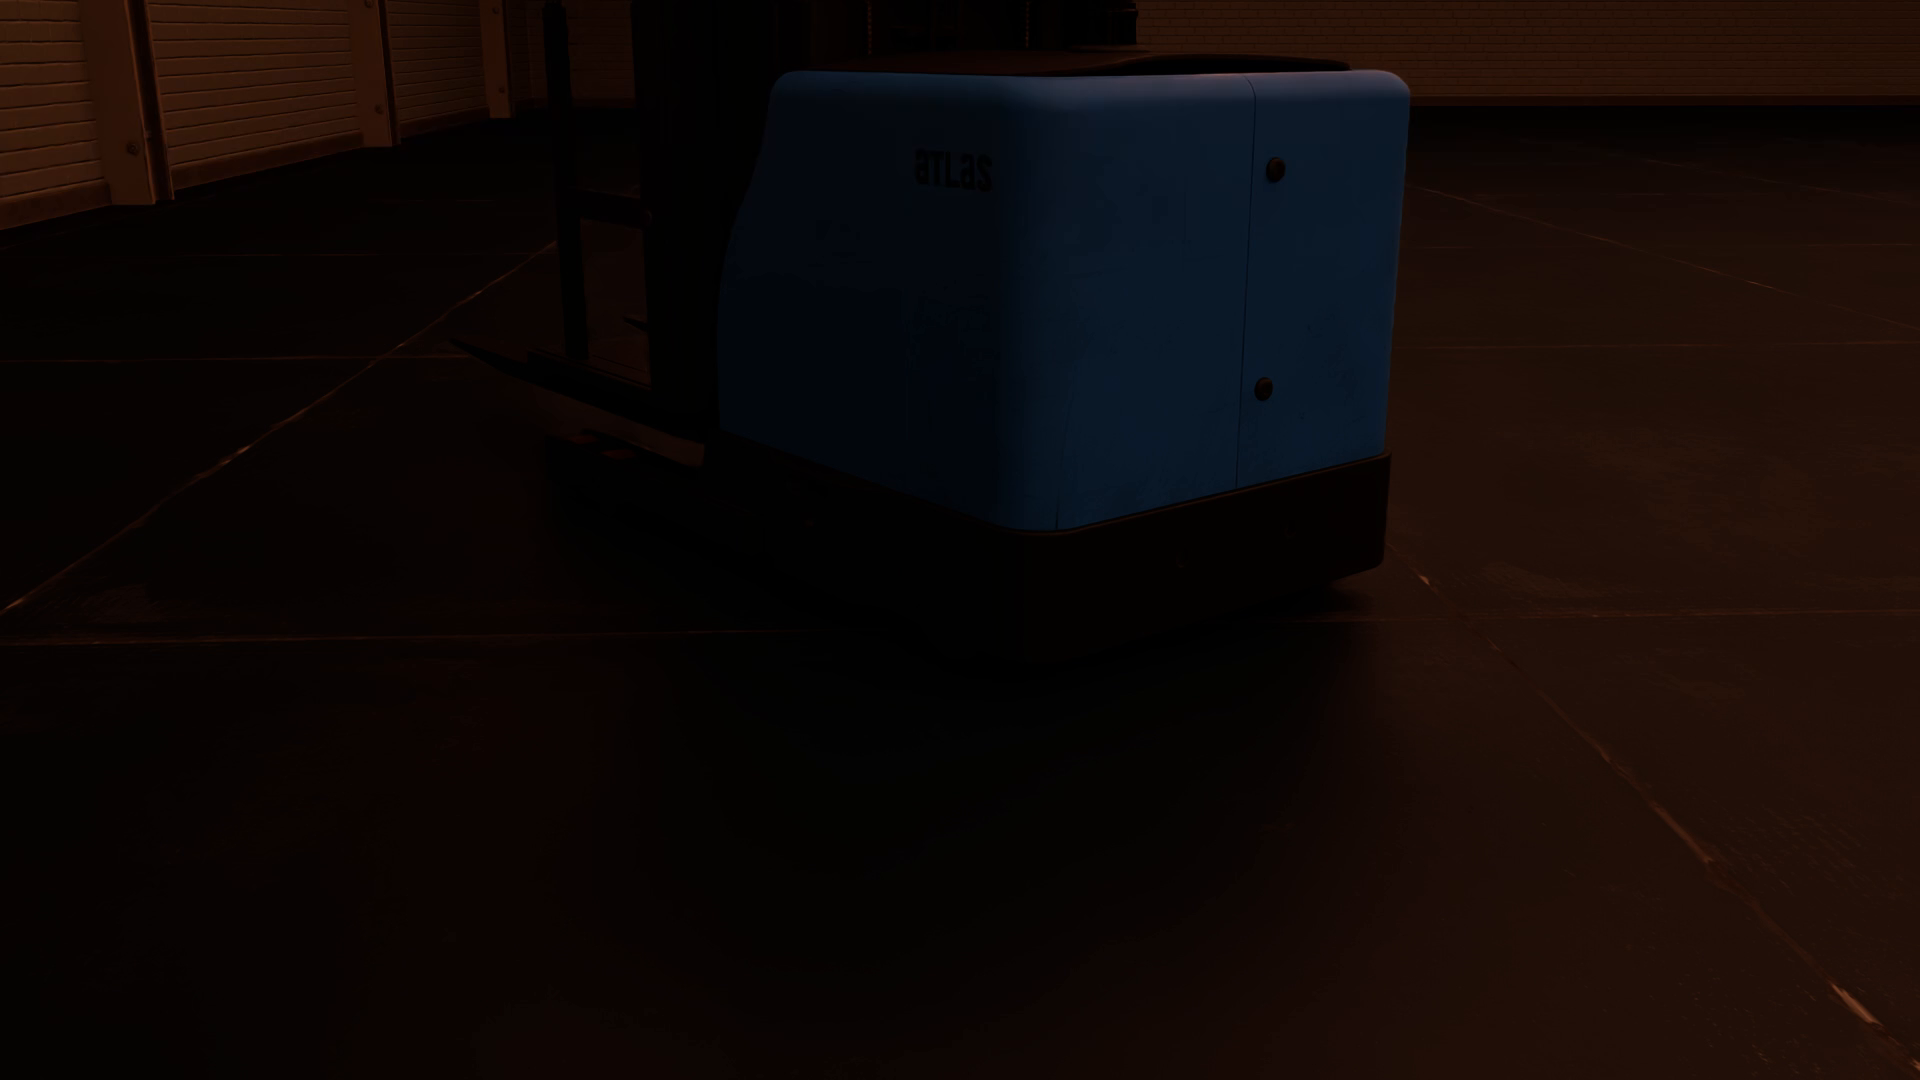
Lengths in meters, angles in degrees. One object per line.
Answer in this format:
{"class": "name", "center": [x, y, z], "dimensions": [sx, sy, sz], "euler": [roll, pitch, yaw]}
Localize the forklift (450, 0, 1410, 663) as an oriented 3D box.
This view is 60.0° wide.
{"class": "forklift", "center": [-0.409, -1.543, 3.952], "dimensions": [1.130, 2.935, 3.031], "euler": [-13, 21, -36]}
